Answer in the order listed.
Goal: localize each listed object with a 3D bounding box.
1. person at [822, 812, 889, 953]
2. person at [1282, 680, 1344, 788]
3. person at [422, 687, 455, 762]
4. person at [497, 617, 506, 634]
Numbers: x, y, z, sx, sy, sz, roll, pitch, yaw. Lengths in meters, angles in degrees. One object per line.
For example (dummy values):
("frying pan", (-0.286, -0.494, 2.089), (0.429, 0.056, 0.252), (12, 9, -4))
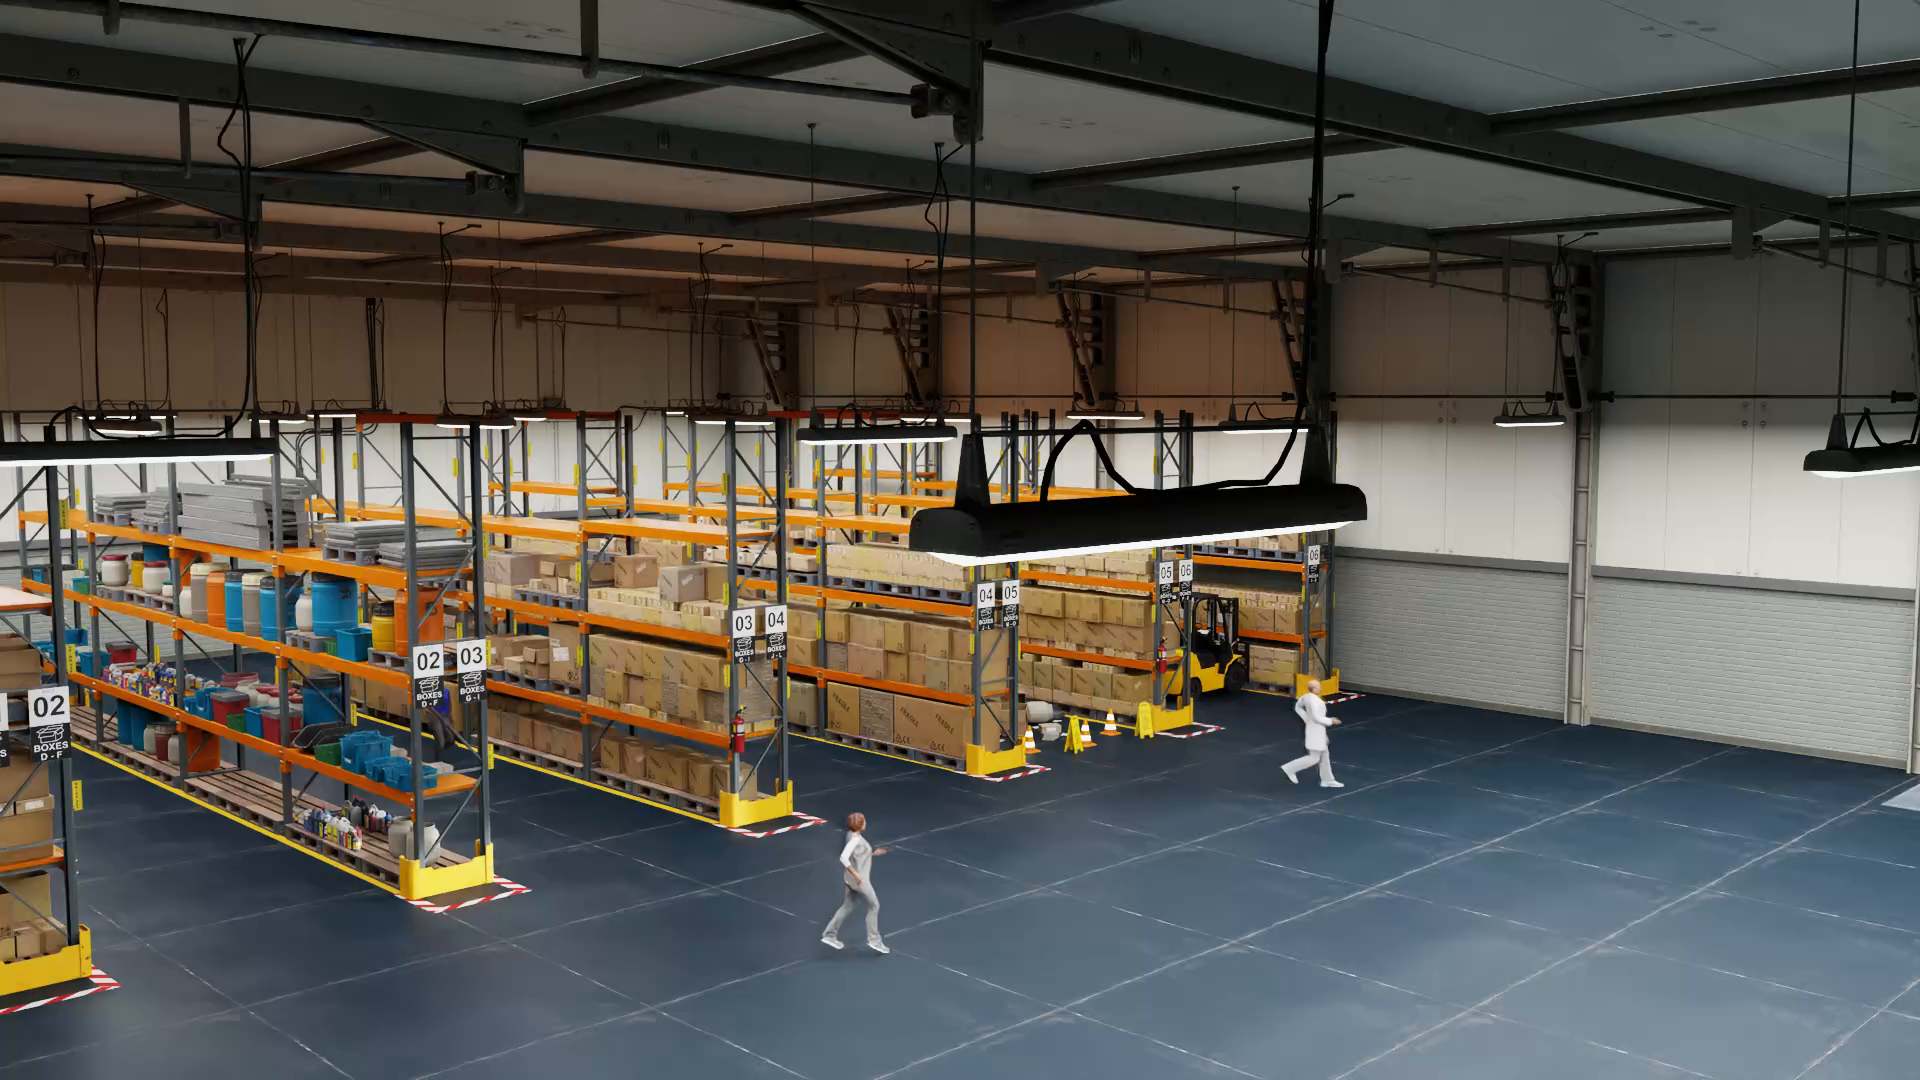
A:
("person", (-1.183, 3.886, 18.804), (0.759, 1.632, 0.499), (-2, 5, -20))
("person", (5.677, 3.119, 26.724), (1.024, 1.764, 0.718), (0, 5, 0))
("person", (-8.842, 3.074, 28.278), (0.578, 1.606, 0.572), (5, 7, 43))
("person", (-11.153, 1.990, 40.825), (0.583, 1.608, 0.699), (-2, 5, -20))
